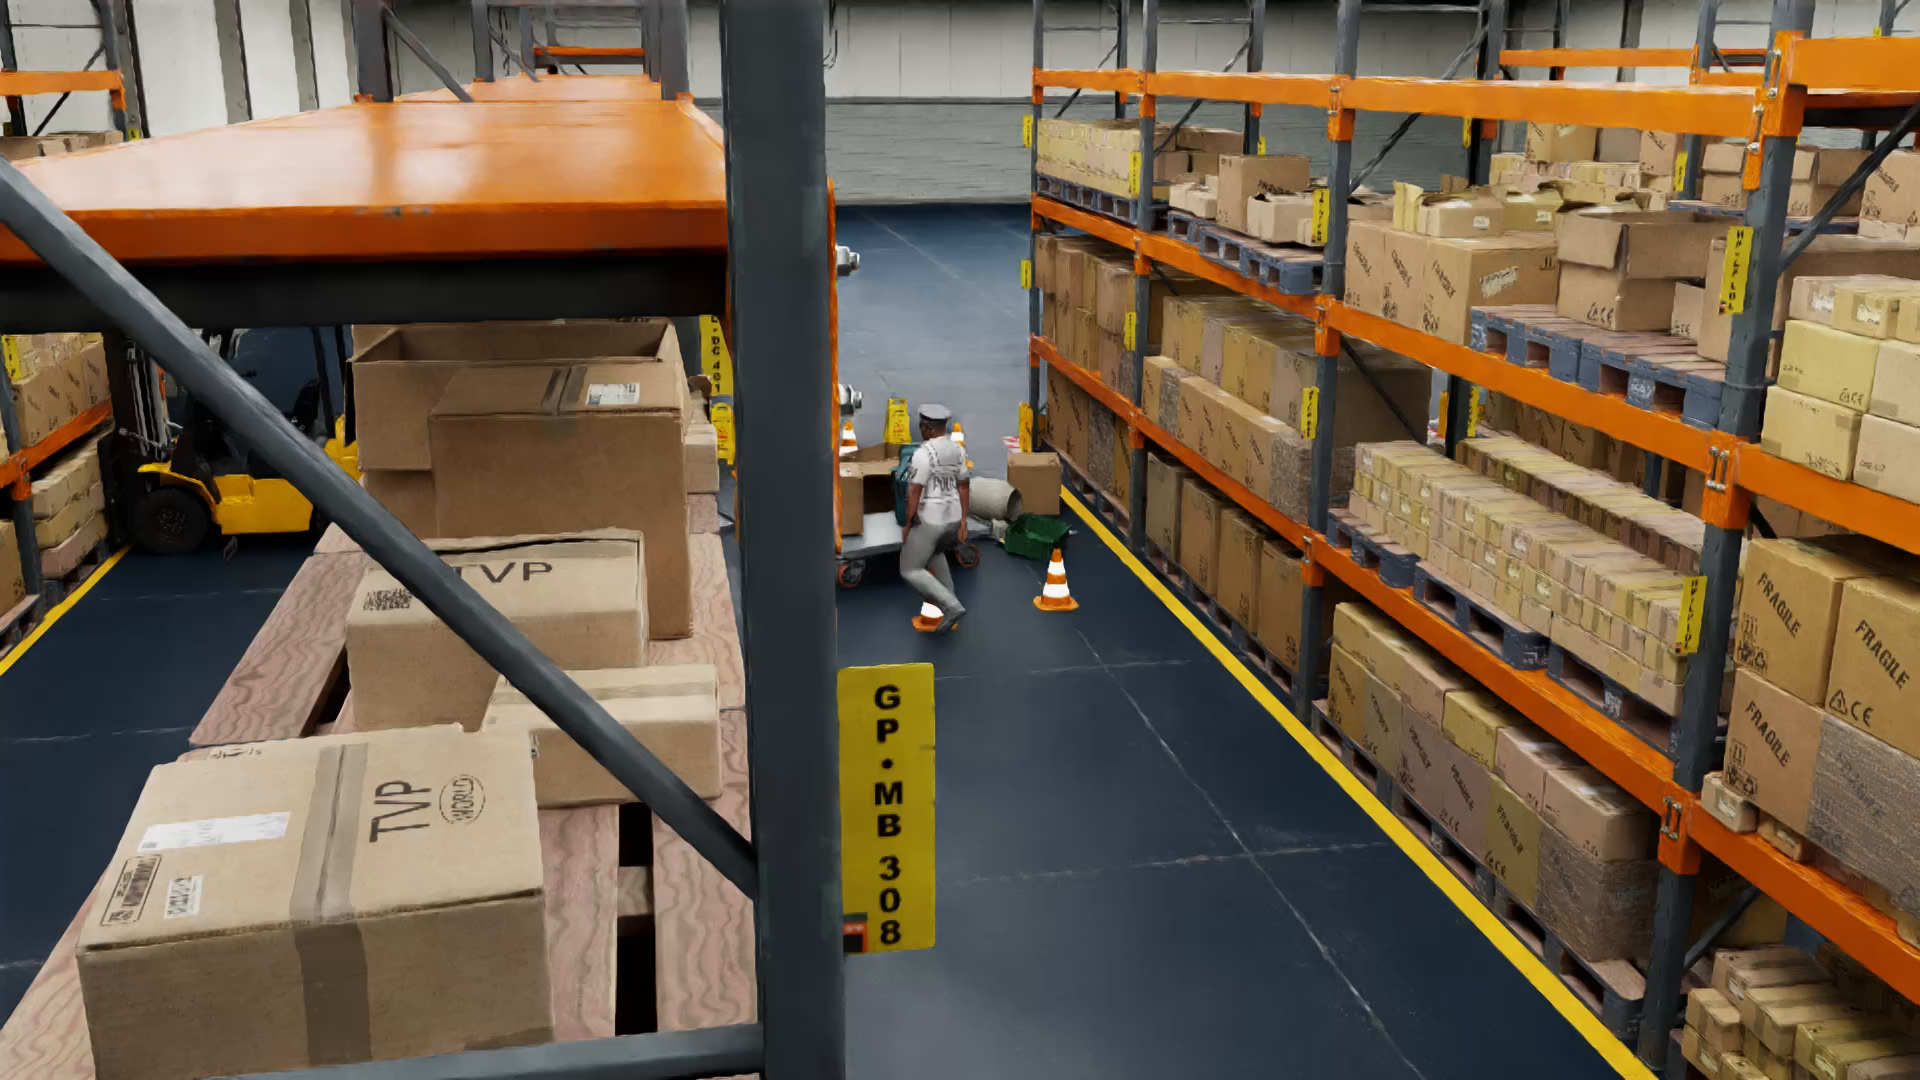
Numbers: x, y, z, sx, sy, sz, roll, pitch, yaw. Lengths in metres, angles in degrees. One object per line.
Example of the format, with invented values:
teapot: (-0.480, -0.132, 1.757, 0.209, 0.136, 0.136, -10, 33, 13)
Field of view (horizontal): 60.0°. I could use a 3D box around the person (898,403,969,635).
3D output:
person: (-0.134, -0.170, 12.479, 0.664, 1.711, 0.664, 12, 20, 35)
